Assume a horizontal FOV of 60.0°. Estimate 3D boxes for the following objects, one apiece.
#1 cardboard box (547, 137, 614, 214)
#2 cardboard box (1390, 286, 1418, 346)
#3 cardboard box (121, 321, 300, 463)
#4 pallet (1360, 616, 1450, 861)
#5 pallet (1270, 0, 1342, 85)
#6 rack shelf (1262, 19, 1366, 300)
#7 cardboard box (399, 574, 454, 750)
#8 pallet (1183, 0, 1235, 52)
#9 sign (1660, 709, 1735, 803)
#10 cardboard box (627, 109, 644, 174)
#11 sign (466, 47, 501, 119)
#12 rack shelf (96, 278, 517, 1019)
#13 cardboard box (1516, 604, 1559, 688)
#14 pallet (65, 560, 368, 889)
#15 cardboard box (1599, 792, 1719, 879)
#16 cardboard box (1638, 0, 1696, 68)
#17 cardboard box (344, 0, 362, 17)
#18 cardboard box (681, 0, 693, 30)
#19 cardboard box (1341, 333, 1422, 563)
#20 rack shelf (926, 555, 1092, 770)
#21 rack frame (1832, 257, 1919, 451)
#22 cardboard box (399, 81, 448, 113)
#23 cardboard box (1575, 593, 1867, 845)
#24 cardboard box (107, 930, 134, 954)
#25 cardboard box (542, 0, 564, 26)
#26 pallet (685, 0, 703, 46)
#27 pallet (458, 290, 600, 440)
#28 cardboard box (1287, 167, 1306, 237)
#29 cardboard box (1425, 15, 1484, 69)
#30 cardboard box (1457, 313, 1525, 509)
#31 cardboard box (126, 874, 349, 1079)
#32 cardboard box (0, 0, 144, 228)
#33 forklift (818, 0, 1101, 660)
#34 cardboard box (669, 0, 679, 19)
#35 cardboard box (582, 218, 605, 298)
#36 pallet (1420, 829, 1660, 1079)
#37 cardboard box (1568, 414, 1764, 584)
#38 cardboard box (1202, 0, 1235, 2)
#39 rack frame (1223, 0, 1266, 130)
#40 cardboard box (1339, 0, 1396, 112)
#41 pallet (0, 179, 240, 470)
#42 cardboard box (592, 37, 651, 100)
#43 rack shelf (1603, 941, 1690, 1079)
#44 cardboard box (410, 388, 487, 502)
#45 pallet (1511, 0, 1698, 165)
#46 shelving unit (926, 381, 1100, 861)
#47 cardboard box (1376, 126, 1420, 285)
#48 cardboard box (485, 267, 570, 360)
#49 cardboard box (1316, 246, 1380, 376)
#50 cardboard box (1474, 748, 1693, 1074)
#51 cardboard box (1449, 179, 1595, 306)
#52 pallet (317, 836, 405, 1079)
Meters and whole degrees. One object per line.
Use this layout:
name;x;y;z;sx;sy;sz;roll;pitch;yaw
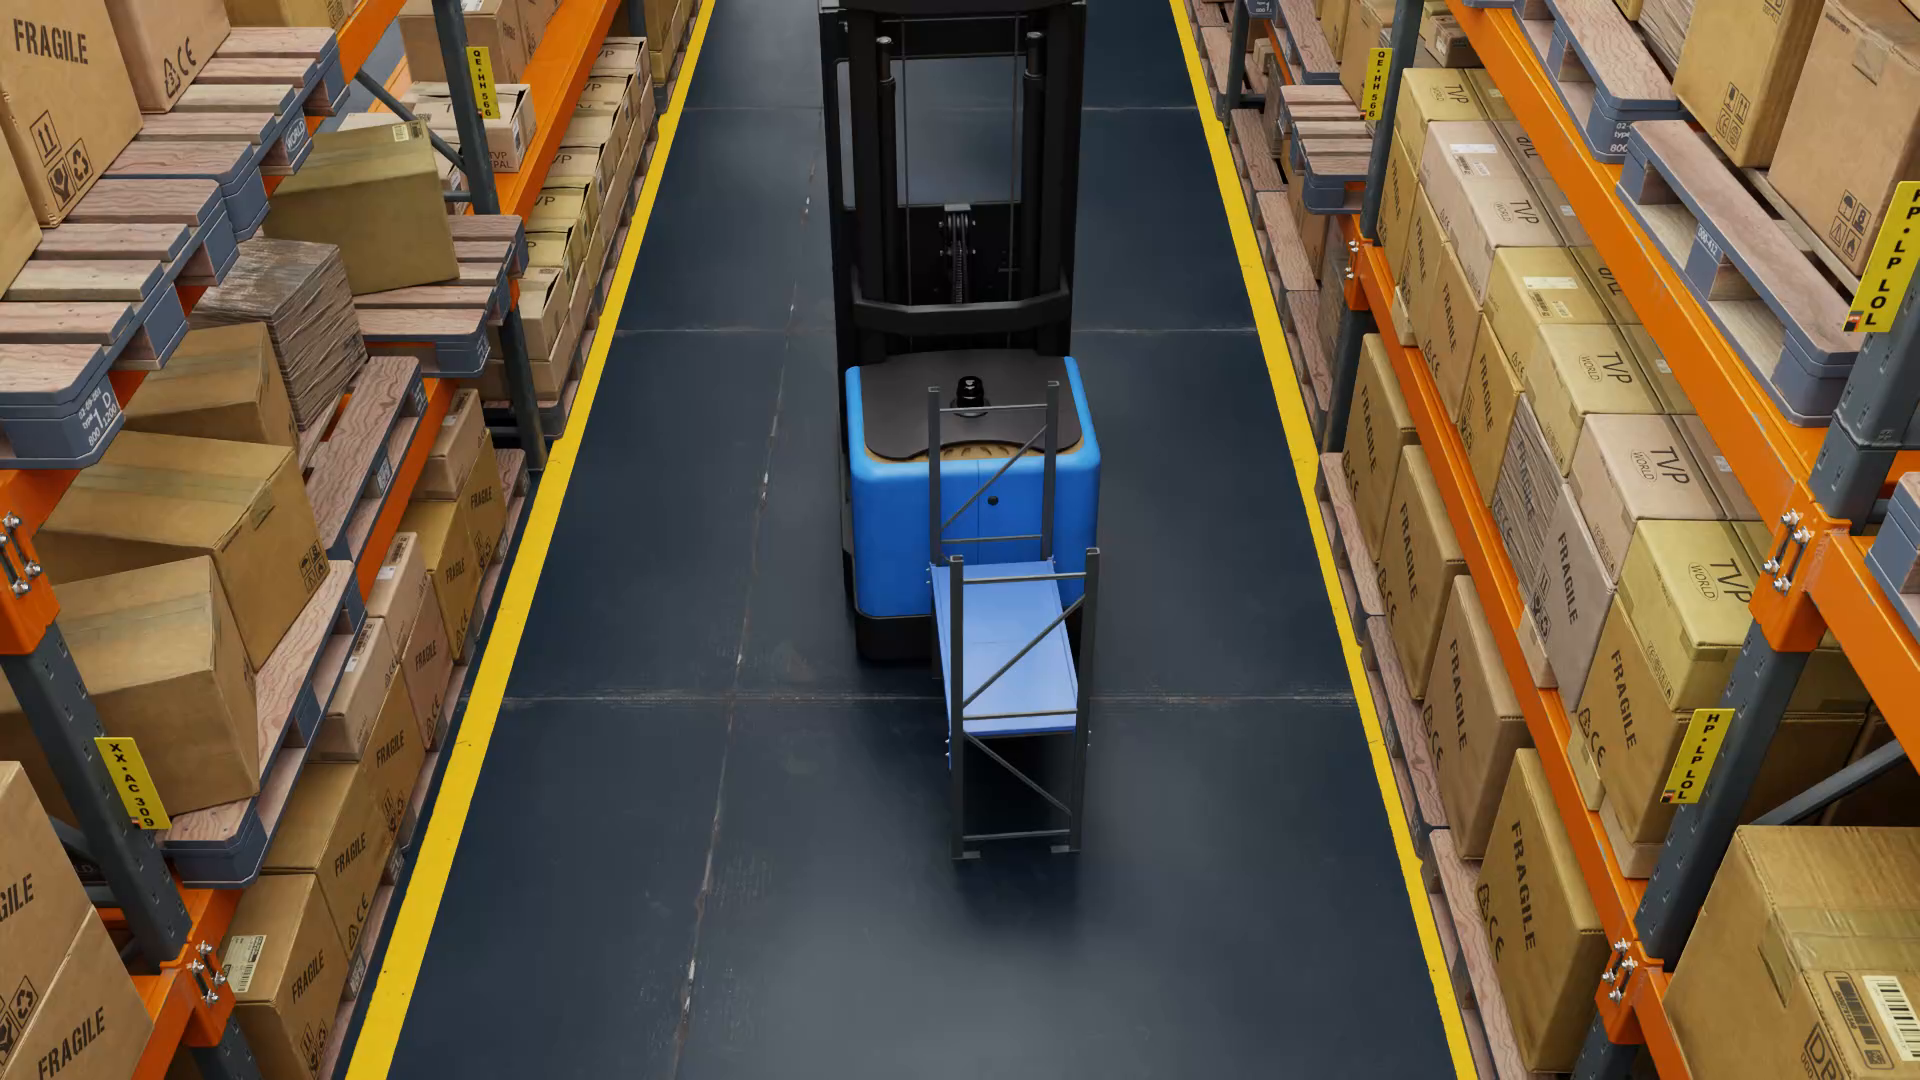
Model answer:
cardboard box;-2.325;-2.156;9.701;0.500;0.311;0.500;0;39;-1
cardboard box;2.021;-0.935;6.949;0.380;0.149;0.250;1;39;1
cardboard box;-2.668;-0.356;5.625;0.700;0.500;0.500;-9;40;-11
pallet;2.269;0.787;6.845;1.003;0.211;1.213;0;39;0
pallet;2.301;-2.718;9.142;1.003;0.211;1.213;0;39;0
rack shelf;2.342;-2.525;9.323;1.077;0.370;4.000;0;39;0
cardboard box;-2.366;0.491;6.631;0.500;0.500;0.500;-1;39;-2
pallet;2.300;-4.153;13.009;1.003;0.211;1.213;0;39;0
sign;1.807;0.532;4.071;0.100;0.325;0.005;0;39;0
cardboard box;-2.325;-2.566;10.662;0.500;0.250;0.500;-1;39;-1
sign;-2.066;-1.976;7.201;0.100;0.325;0.005;0;39;0
rack shelf;-2.607;-0.018;6.194;1.077;0.370;4.000;0;39;0
cardboard box;2.027;0.340;5.357;0.380;0.149;0.250;0;39;0
pallet;-2.496;0.527;5.092;1.003;0.211;1.213;0;39;0
cardboard box;2.066;0.825;4.752;0.380;0.149;0.250;0;39;0
cardboard box;2.456;-1.647;4.821;0.700;0.500;0.500;0;39;0
cardboard box;-2.574;-2.167;5.822;0.910;0.500;0.500;0;39;0
cardboard box;-2.302;-4.057;12.523;0.500;0.250;0.500;0;39;0
cardboard box;2.214;-0.420;7.504;0.750;0.750;0.750;-1;39;-1
rack shelf;0.173;0.457;6.513;0.538;0.185;1.000;-3;39;-4
rack frame;2.349;-1.395;2.540;1.000;3.000;0.127;0;39;0
cardboard box;-2.667;-2.249;8.604;0.380;0.149;0.250;3;39;3
cardboard box;2.097;0.495;4.646;0.500;0.500;0.500;-1;39;-1
cardboard box;-2.892;1.448;5.438;0.500;0.500;0.500;0;39;0
cardboard box;-2.629;-3.280;9.610;0.500;0.500;0.500;3;39;3
pallet;-2.577;-4.225;13.098;1.003;0.211;1.213;0;39;0
pallet;-2.571;-0.976;9.045;1.003;0.211;1.213;0;39;0
cardboard box;2.368;-2.150;9.927;0.700;0.500;0.500;0;39;0
cardboard box;2.314;-2.235;7.435;0.380;0.149;0.250;-5;39;-6
cardboard box;2.088;-0.451;5.825;0.500;0.500;0.500;1;39;1
cardboard box;-2.361;1.453;5.431;0.500;0.500;0.500;-2;39;-2
cardboard box;-2.555;-1.193;4.192;0.600;0.600;0.600;0;39;-1
forklift;-0.053;-1.532;7.563;1.130;2.935;3.031;-3;39;-4
cardboard box;-2.310;-4.037;11.898;0.500;0.500;0.500;0;39;0
cardboard box;-2.324;-1.607;9.466;0.500;0.250;0.500;-1;39;-1
pallet;2.273;1.552;5.890;1.003;0.211;1.213;0;39;0
cardboard box;2.102;-0.121;4.814;0.500;0.250;0.500;1;39;1
cardboard box;2.198;-4.506;12.867;0.700;0.500;0.500;-2;39;-3
rack frame;2.340;-4.057;10.659;1.000;3.000;0.127;0;39;0
cardboard box;2.306;-2.409;8.171;0.700;0.500;0.500;-3;39;-4
pallet;-2.535;-0.553;4.038;1.213;0.211;1.003;0;39;0
cardboard box;-2.327;-3.107;10.889;0.500;0.311;0.500;0;39;0
rack shelf;2.351;2.478;3.080;1.077;0.370;4.000;0;39;0
cardboard box;-2.369;-0.418;7.166;0.500;0.250;0.500;1;39;2
pallet;2.403;-1.550;5.283;1.003;0.211;1.213;2;39;2
shelving unit;0.173;0.317;6.400;0.538;1.500;1.048;-3;39;-4
cardboard box;2.089;-1.414;7.028;0.500;0.500;0.500;1;39;1
cardboard box;-2.316;-1.187;8.492;0.500;0.311;0.500;1;39;1
cardboard box;2.292;-1.202;8.743;0.700;0.500;0.500;0;39;1
cardboard box;2.218;1.215;5.464;0.750;0.750;0.750;0;39;0
cardboard box;2.093;-1.078;6.008;0.500;0.250;0.500;0;39;0
pallet;-2.643;1.532;5.915;1.003;0.211;1.213;0;39;0
